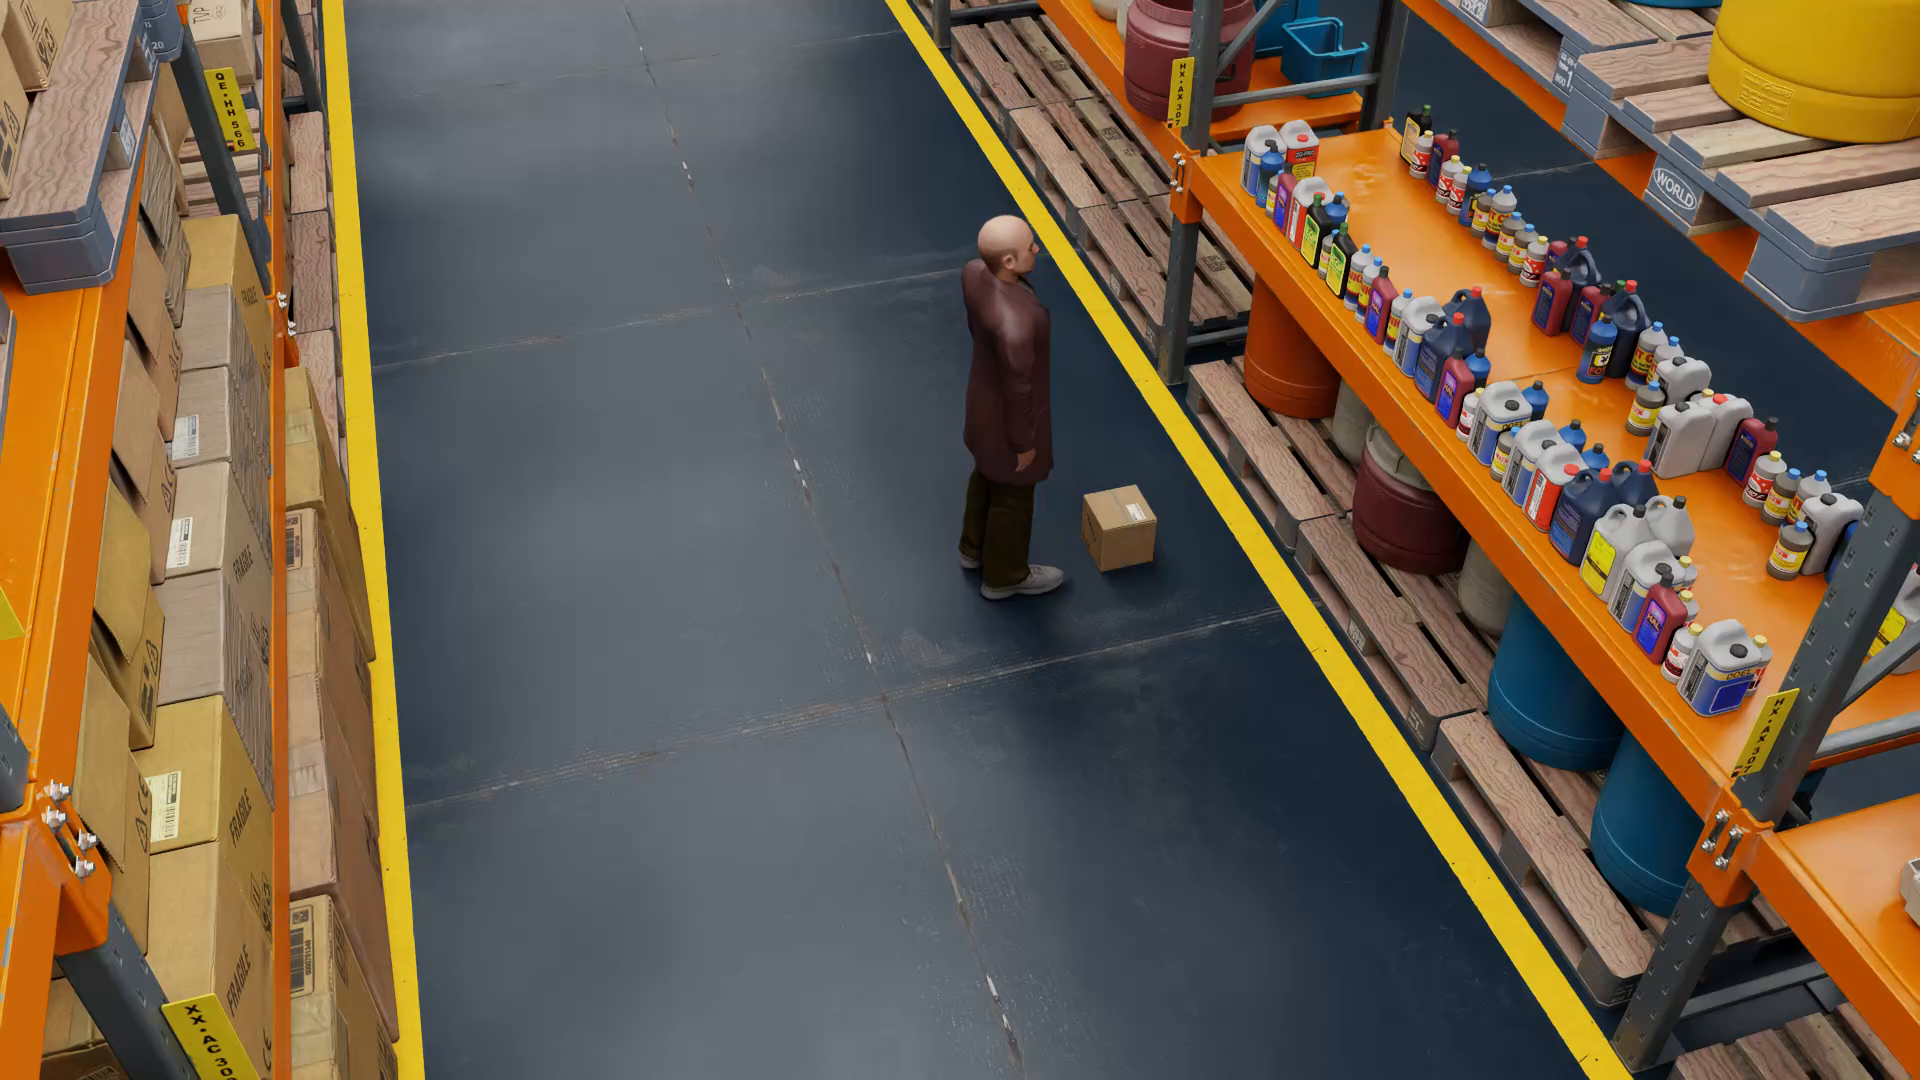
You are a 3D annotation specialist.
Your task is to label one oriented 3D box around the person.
[{"bbox_3d":[0.220,-0.531,6.742,0.408,1.785,0.591,-12,43,-13],"label":"person"}]
